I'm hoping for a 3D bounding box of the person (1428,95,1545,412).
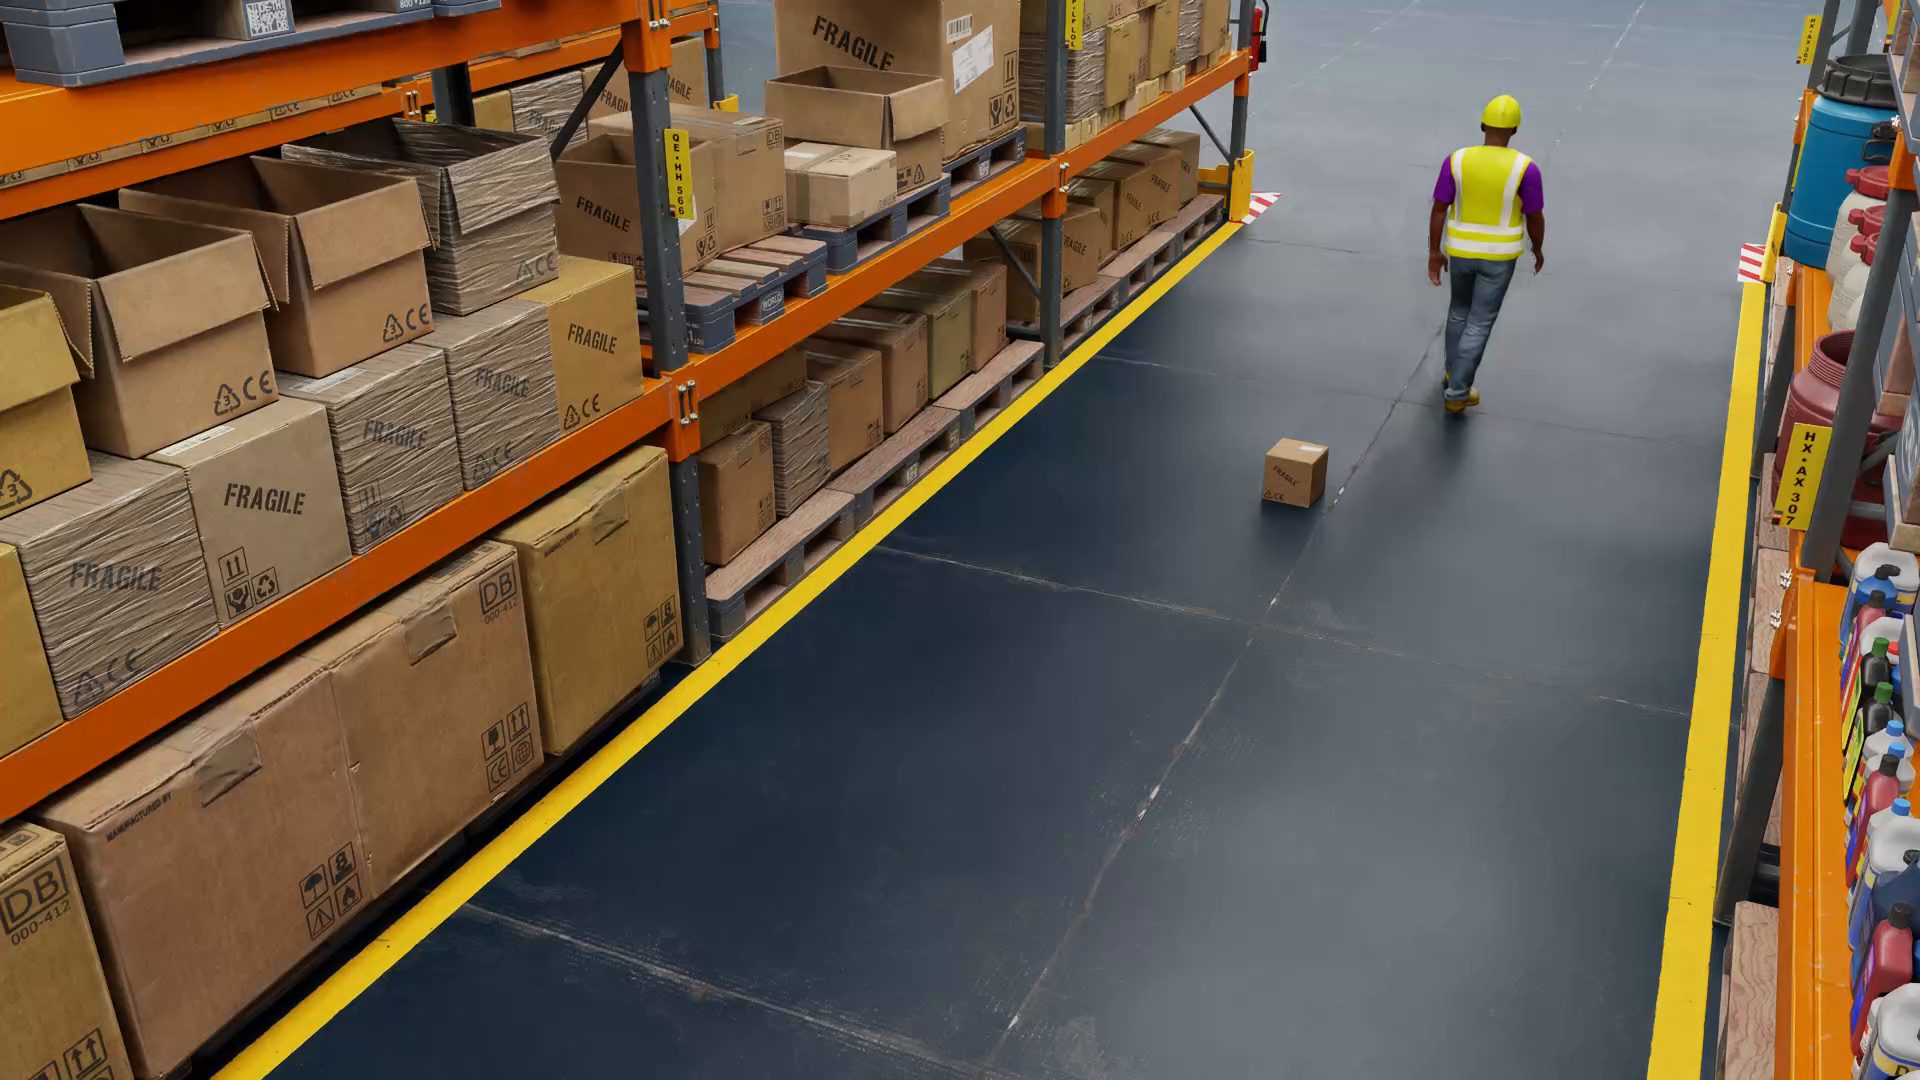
[{"bbox_3d":[2.986,-1.617,9.410,0.586,1.797,0.757,16,30,30],"label":"person"}]
